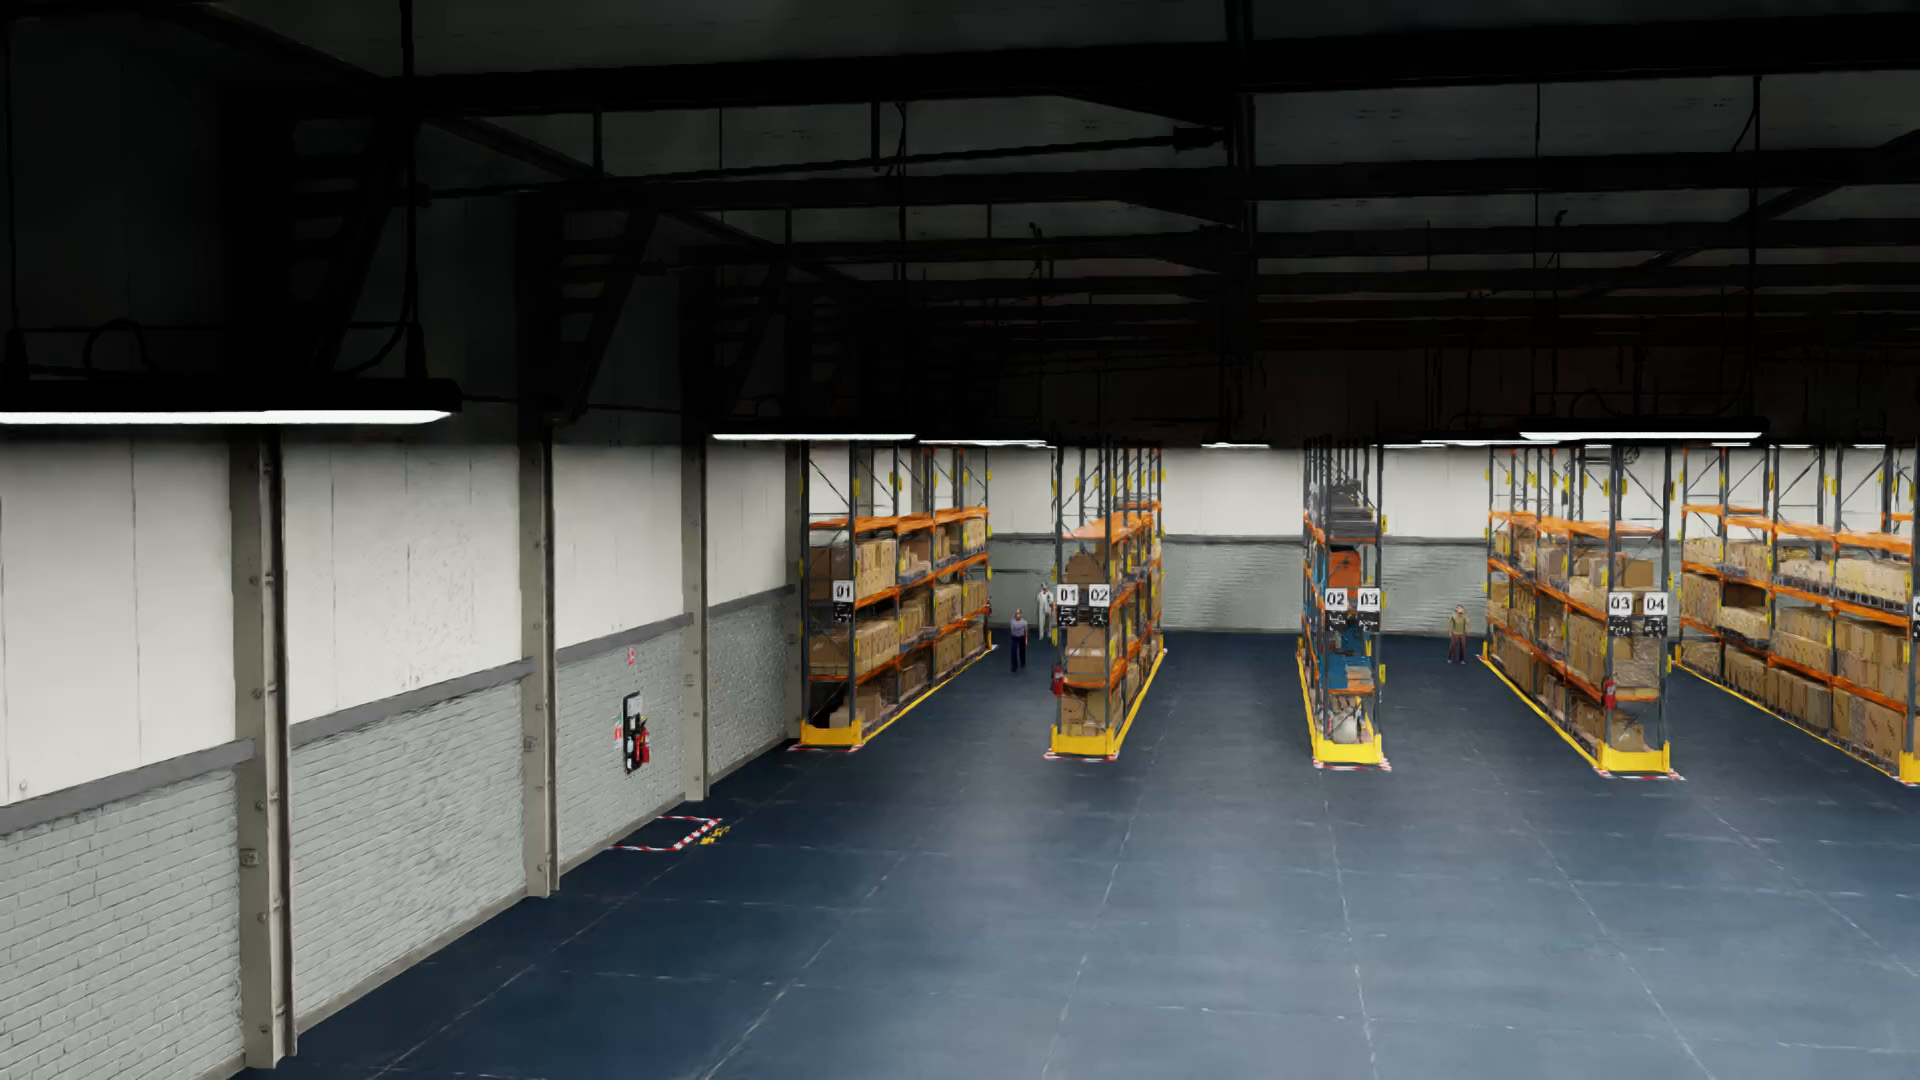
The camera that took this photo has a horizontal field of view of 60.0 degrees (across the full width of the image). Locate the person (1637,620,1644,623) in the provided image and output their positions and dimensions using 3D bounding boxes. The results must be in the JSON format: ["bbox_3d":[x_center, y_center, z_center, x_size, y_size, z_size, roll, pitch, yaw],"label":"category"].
[{"bbox_3d":[17.955,2.545,43.730,0.495,1.589,1.086,1,3,13],"label":"person"}]

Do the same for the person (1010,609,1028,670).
[{"bbox_3d":[1.543,2.567,43.305,0.491,1.559,0.991,0,3,9],"label":"person"}]

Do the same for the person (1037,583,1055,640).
[{"bbox_3d":[2.597,2.142,50.333,0.556,1.712,1.040,1,3,9],"label":"person"}]

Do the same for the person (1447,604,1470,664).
[{"bbox_3d":[13.355,2.512,44.560,0.598,1.619,0.507,0,3,9],"label":"person"}]
